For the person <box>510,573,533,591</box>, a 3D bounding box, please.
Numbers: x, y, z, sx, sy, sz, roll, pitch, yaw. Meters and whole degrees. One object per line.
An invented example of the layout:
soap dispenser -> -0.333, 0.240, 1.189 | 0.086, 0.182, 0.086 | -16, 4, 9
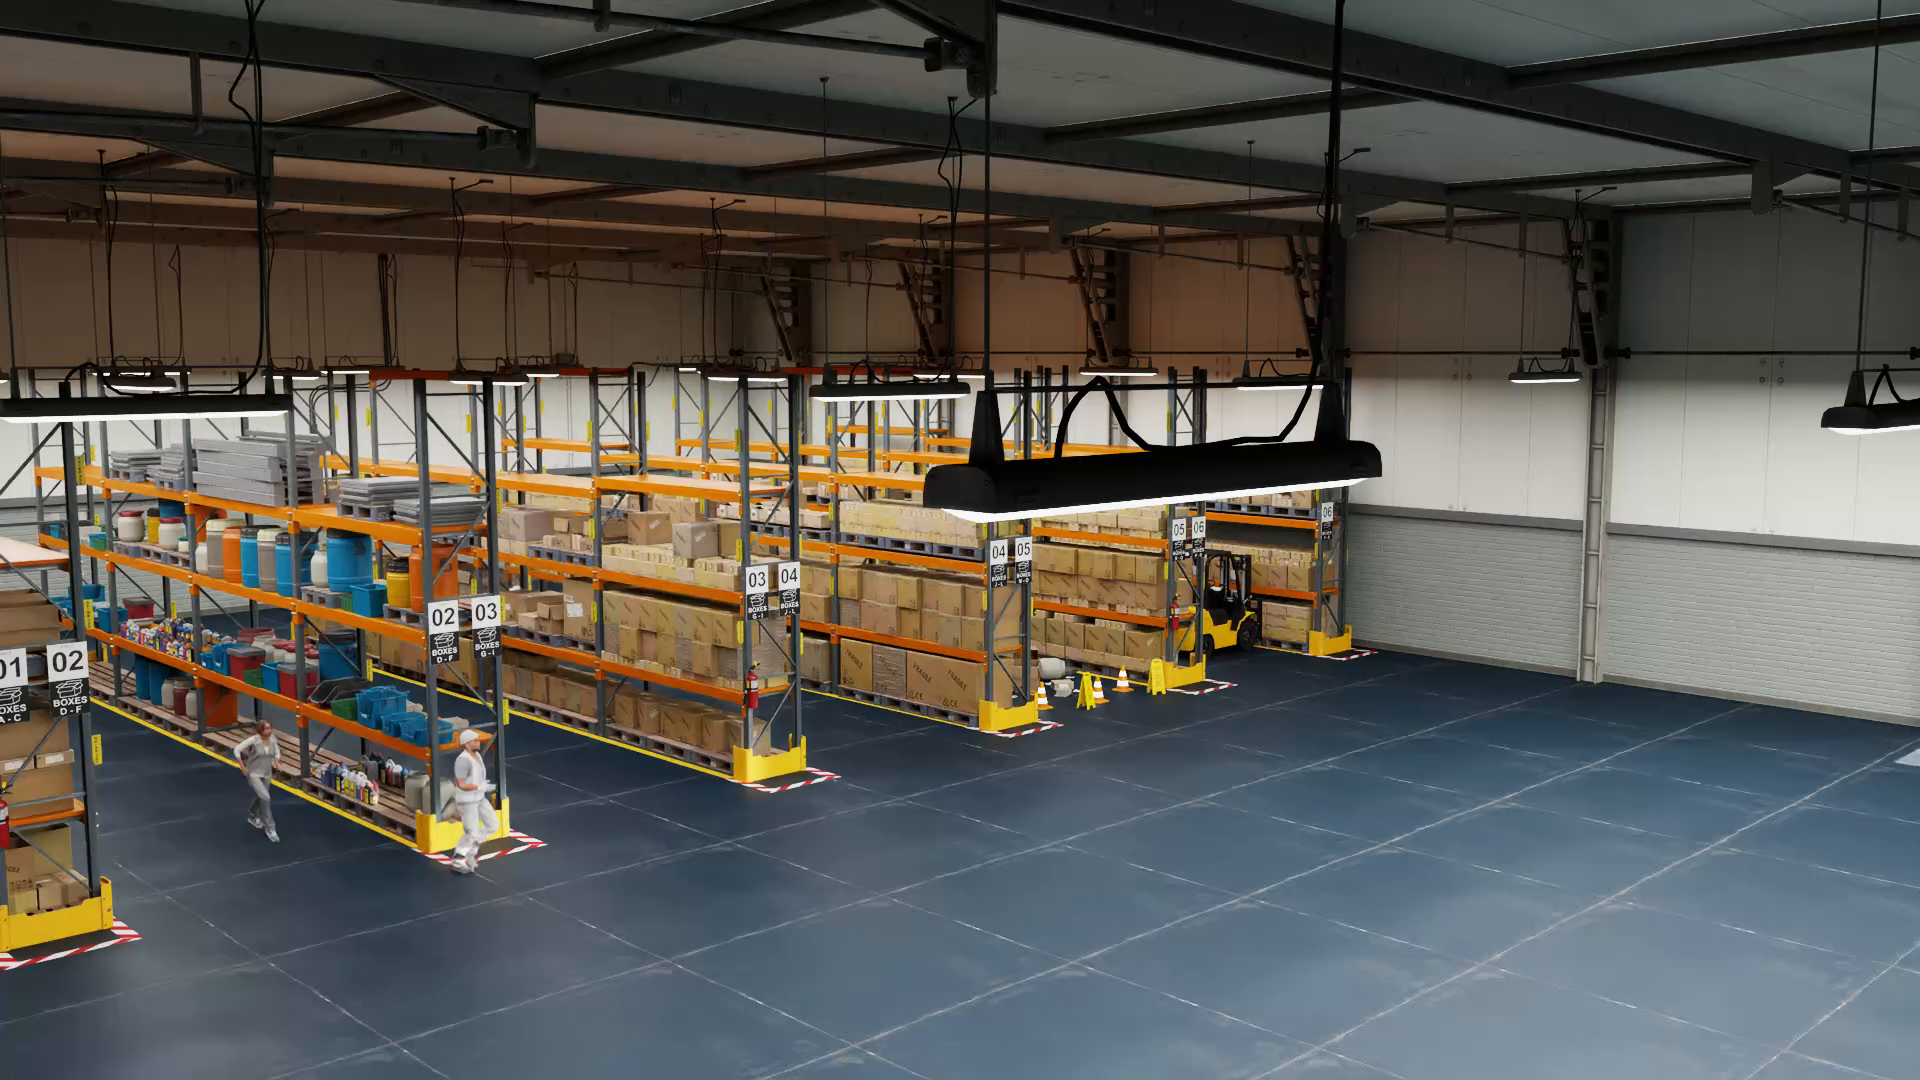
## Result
person -> -9.177, 1.524, 34.960 | 0.660, 1.732, 0.627 | -6, 9, -44

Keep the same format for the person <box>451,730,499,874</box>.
person -> -5.889, 3.171, 20.229 | 0.614, 1.763, 0.659 | 1, 6, 6

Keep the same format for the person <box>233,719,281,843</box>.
person -> -9.161, 3.102, 21.728 | 0.841, 1.589, 0.566 | 5, 8, 36

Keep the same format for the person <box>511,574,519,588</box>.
person -> -10.864, 0.876, 40.871 | 1.089, 1.656, 0.638 | 0, 6, -1
